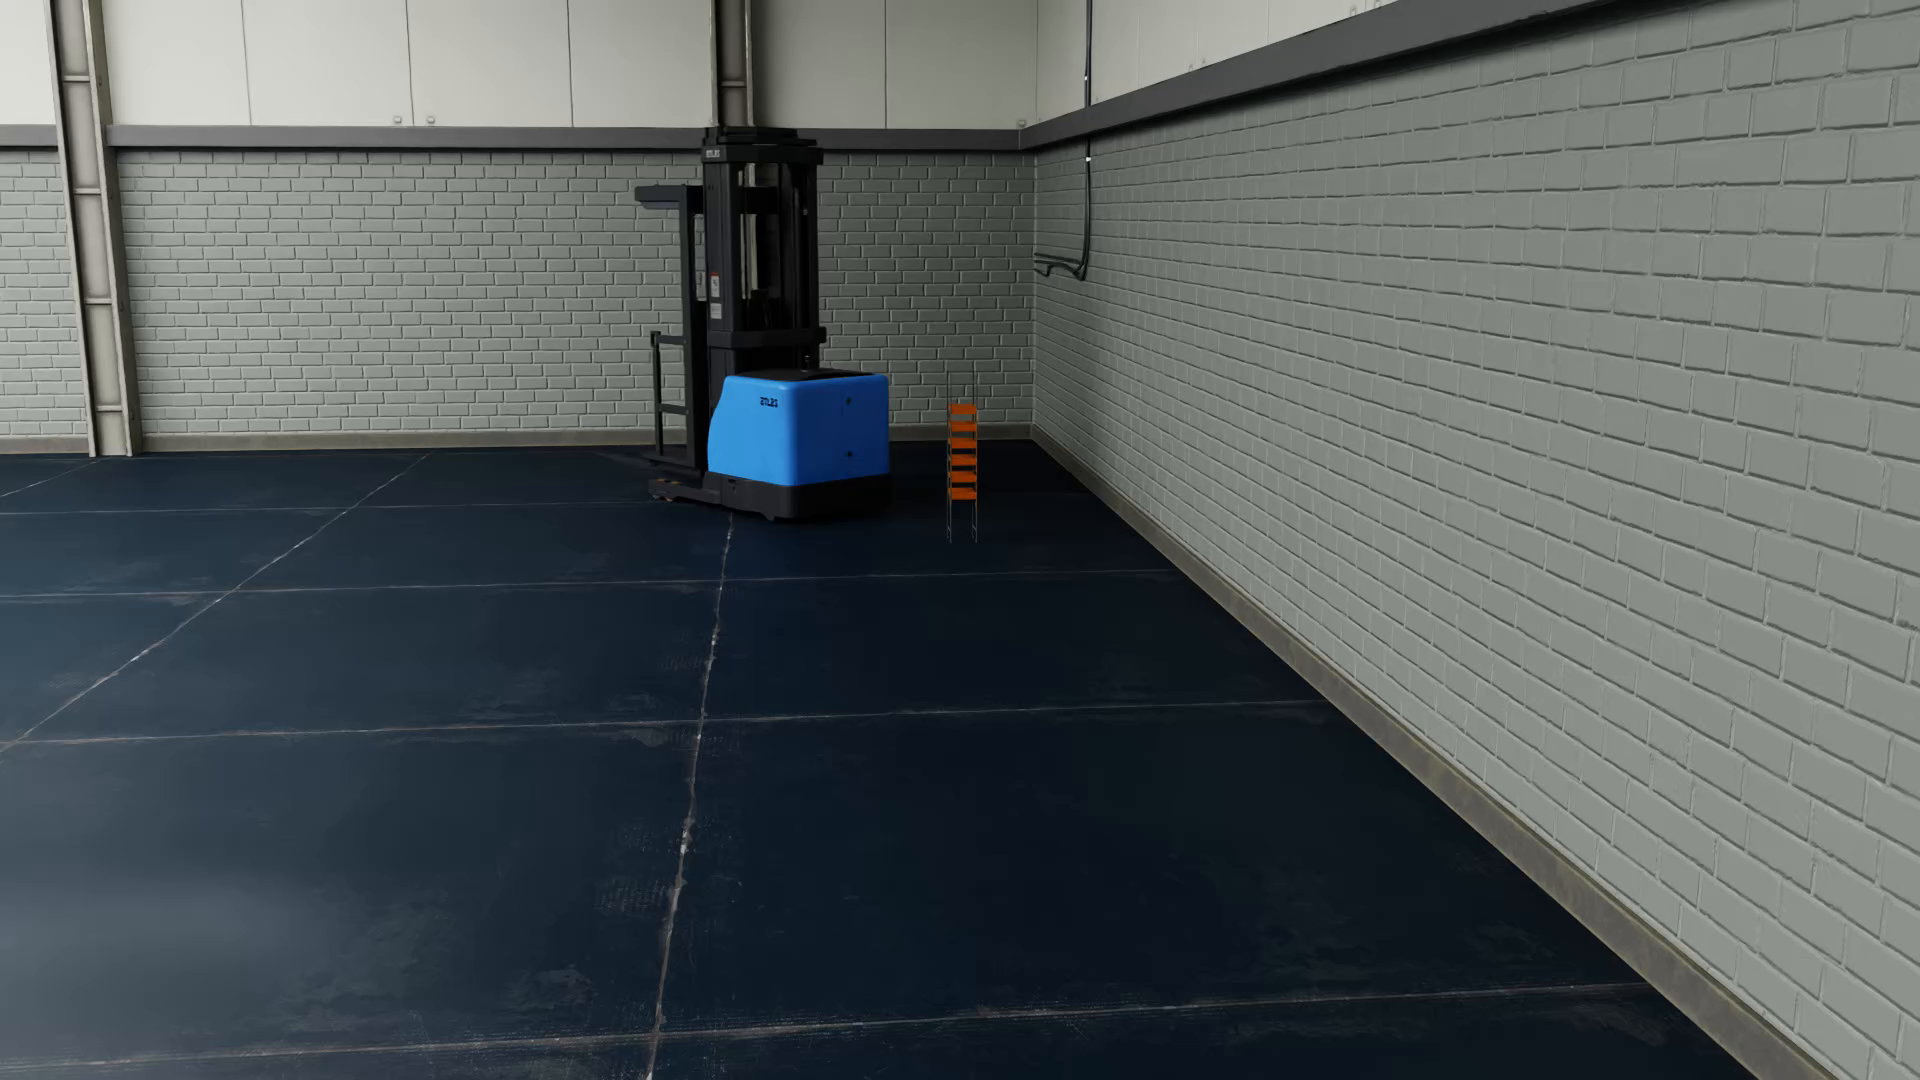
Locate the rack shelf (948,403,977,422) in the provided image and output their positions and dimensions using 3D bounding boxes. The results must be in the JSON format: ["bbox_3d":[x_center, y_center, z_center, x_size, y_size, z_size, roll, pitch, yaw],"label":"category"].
[{"bbox_3d":[0.014,-0.899,11.693,0.180,0.103,0.258,-1,11,-6],"label":"rack shelf"}]

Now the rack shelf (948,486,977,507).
[{"bbox_3d":[0.014,-0.310,11.809,0.180,0.103,0.258,-1,11,-6],"label":"rack shelf"}]

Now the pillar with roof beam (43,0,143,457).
[{"bbox_3d":[-7.696,-4.422,11.035,0.400,9.000,9.100,-1,11,-6],"label":"pillar with roof beam"}]

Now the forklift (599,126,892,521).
[{"bbox_3d":[-1.897,-1.804,13.444,1.130,2.935,3.031,-10,15,-41],"label":"forklift"}]

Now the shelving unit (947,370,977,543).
[{"bbox_3d":[0.014,-0.589,11.754,0.189,1.200,0.258,-1,11,-6],"label":"shelving unit"}]

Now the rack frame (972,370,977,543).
[{"bbox_3d":[0.105,-0.591,11.764,0.006,1.200,0.240,-1,11,-6],"label":"rack frame"}]

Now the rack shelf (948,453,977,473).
[{"bbox_3d":[0.014,-0.545,11.762,0.180,0.103,0.258,-1,11,-6],"label":"rack shelf"}]

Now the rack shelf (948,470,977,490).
[{"bbox_3d":[0.014,-0.428,11.786,0.180,0.103,0.258,-1,11,-6],"label":"rack shelf"}]

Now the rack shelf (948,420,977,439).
[{"bbox_3d":[0.014,-0.781,11.716,0.180,0.103,0.258,-1,11,-6],"label":"rack shelf"}]

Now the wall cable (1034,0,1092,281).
[{"bbox_3d":[0.875,-3.657,15.192,0.112,2.526,3.097,-1,11,-6],"label":"wall cable"}]

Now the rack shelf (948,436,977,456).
[{"bbox_3d":[0.014,-0.663,11.739,0.180,0.103,0.258,-1,11,-6],"label":"rack shelf"}]

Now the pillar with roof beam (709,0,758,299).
[{"bbox_3d":[-1.731,-4.547,11.671,0.400,9.000,9.100,-1,11,-6],"label":"pillar with roof beam"}]

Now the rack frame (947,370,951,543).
[{"bbox_3d":[-0.077,-0.587,11.744,0.006,1.200,0.240,-1,11,-6],"label":"rack frame"}]
